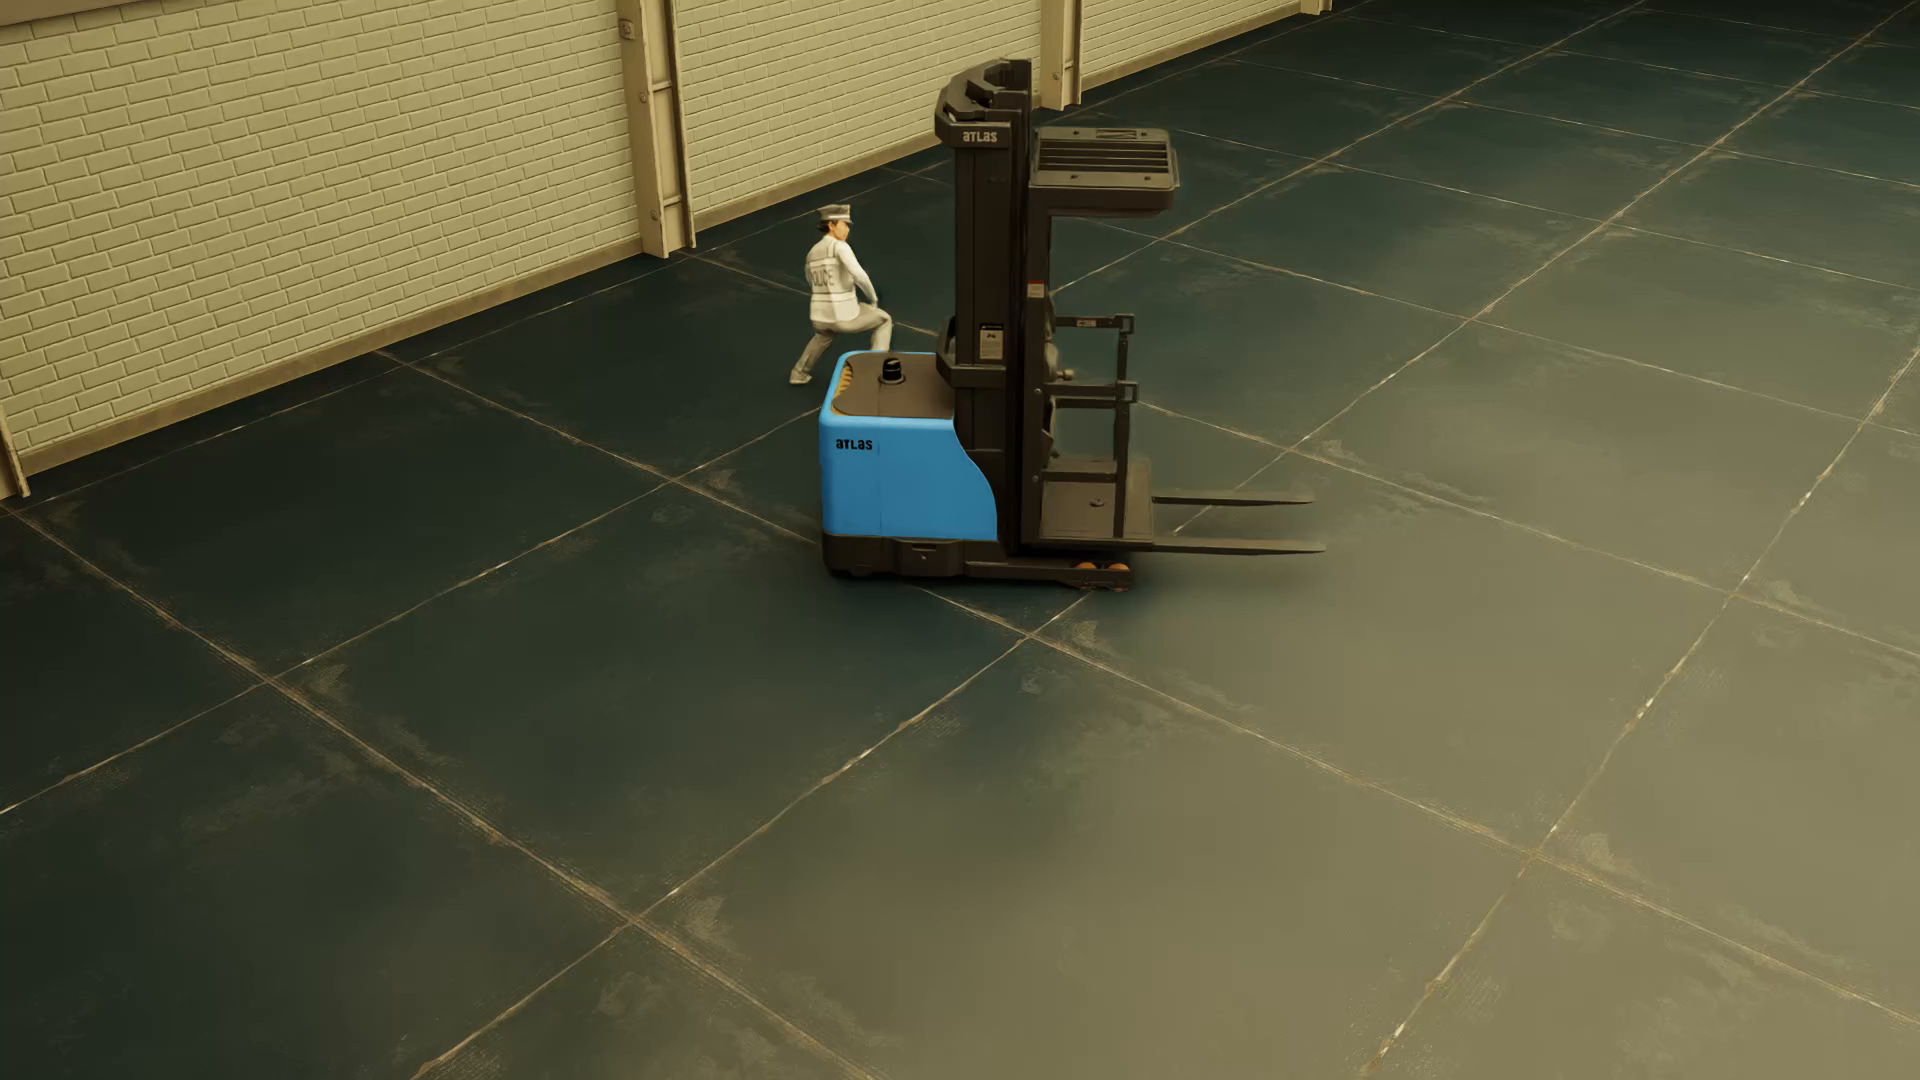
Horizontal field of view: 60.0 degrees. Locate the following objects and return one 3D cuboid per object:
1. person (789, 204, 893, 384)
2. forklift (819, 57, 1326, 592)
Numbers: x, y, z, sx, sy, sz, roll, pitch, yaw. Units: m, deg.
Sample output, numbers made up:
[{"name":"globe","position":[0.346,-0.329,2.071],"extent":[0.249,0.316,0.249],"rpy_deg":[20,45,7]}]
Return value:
[{"name":"person","position":[-0.882,-1.718,12.080],"extent":[0.839,1.468,0.654],"rpy_deg":[18,35,28]},{"name":"forklift","position":[0.707,-1.234,9.707],"extent":[3.031,2.935,1.130],"rpy_deg":[2,30,4]}]
